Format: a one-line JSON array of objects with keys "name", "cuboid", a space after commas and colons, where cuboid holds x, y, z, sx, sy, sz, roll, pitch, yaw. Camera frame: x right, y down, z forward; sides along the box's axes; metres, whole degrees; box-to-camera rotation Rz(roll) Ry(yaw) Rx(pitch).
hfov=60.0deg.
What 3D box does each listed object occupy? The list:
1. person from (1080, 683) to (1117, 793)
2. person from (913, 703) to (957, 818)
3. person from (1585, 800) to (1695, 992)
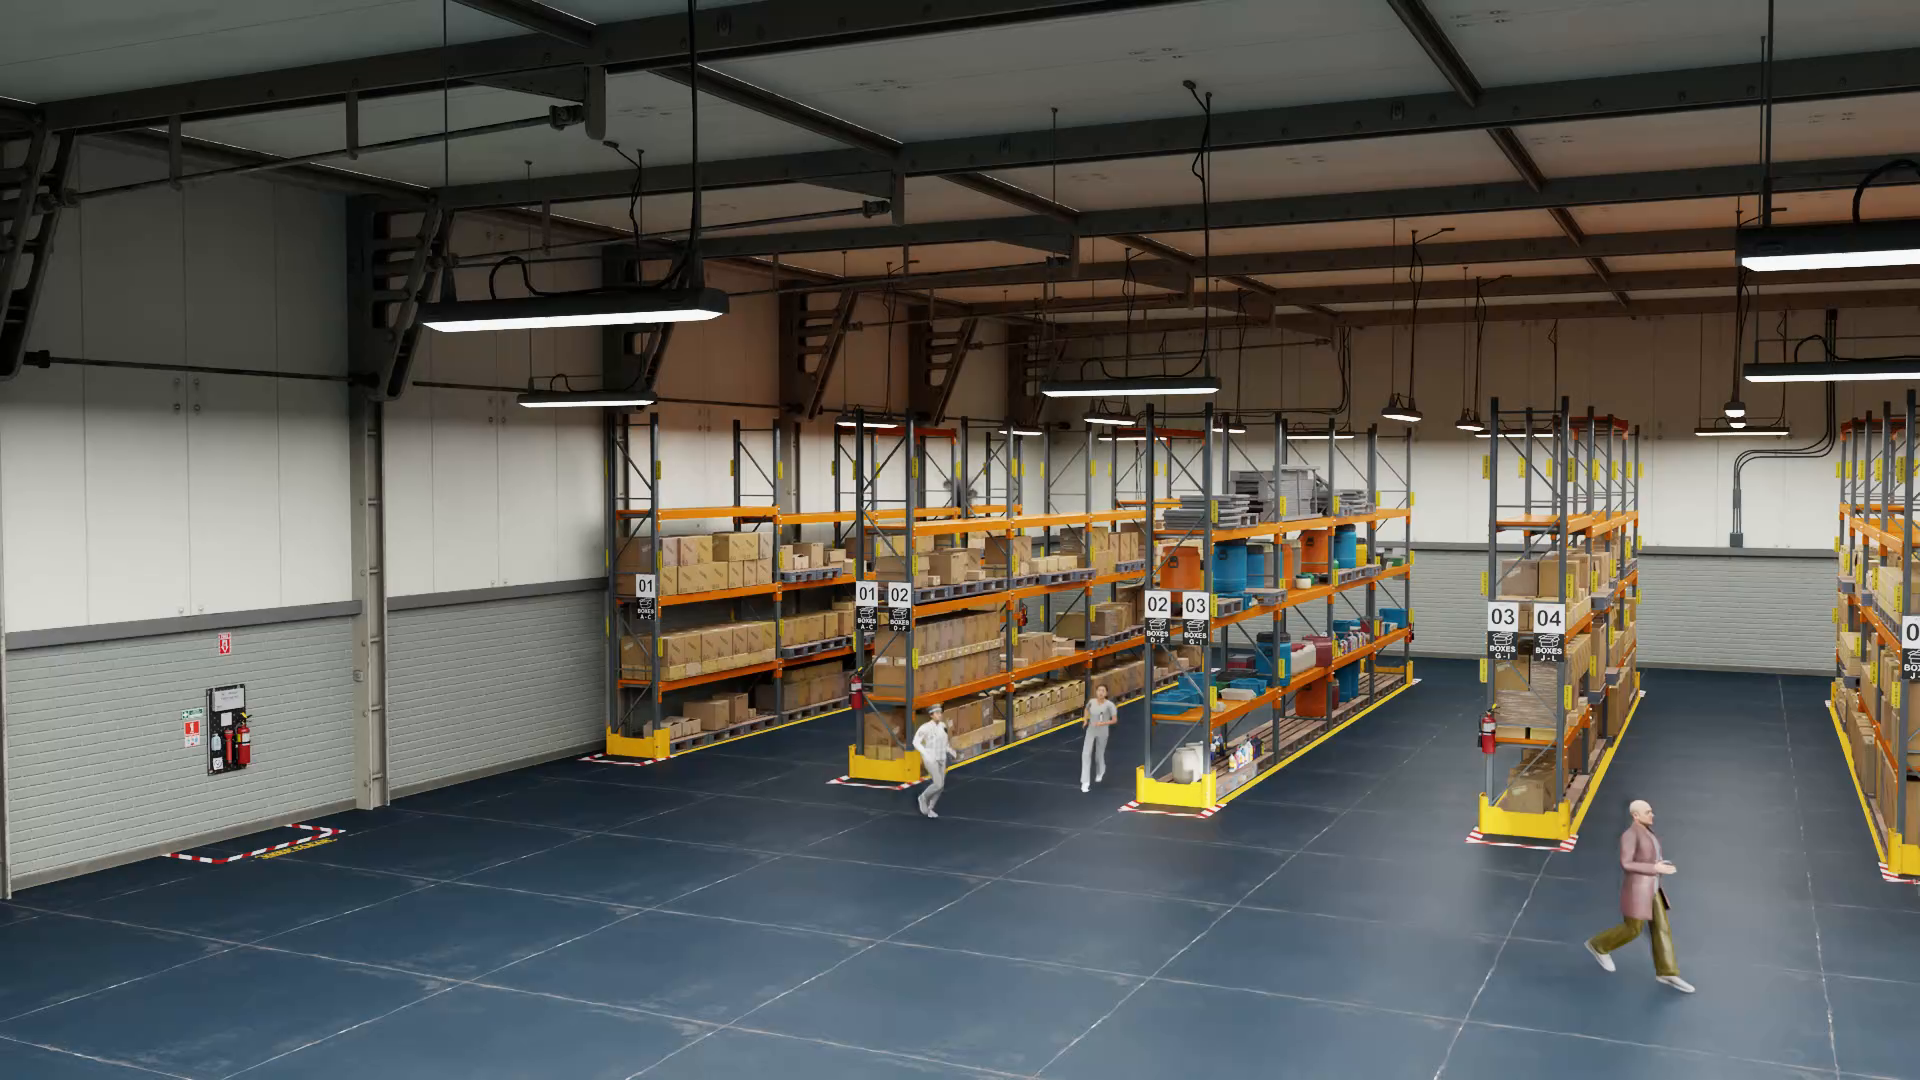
[{"name": "person", "cuboid": [2.201, 3.083, 26.138, 0.586, 1.693, 0.895, 1, 3, 21]}, {"name": "person", "cuboid": [-0.330, 3.163, 23.855, 0.592, 1.653, 0.528, -2, 3, -44]}, {"name": "person", "cuboid": [6.597, 3.411, 16.133, 0.710, 1.781, 1.049, -2, 3, -42]}]
